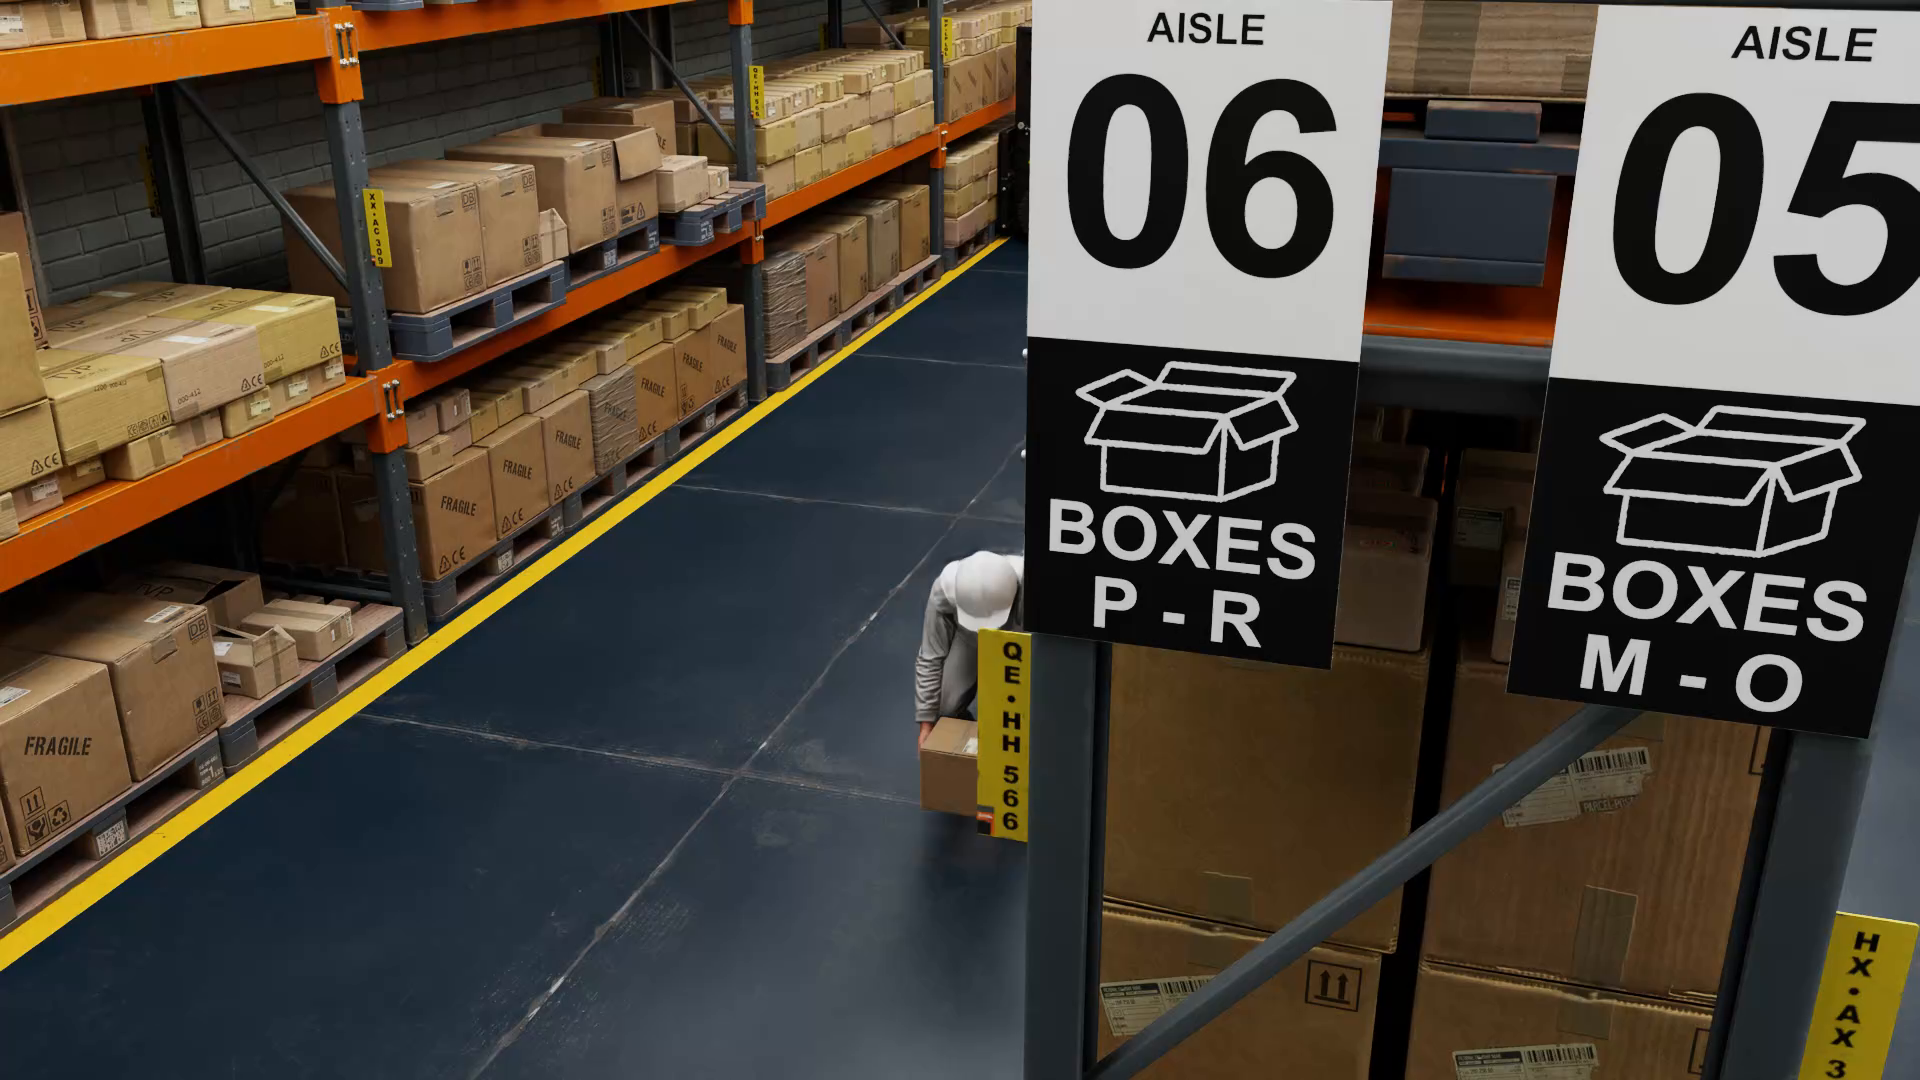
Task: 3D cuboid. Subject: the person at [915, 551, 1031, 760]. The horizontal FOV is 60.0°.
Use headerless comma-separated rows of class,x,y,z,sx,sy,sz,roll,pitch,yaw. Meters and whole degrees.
person,0.157,0.463,6.242,0.560,1.147,0.862,6,23,15
